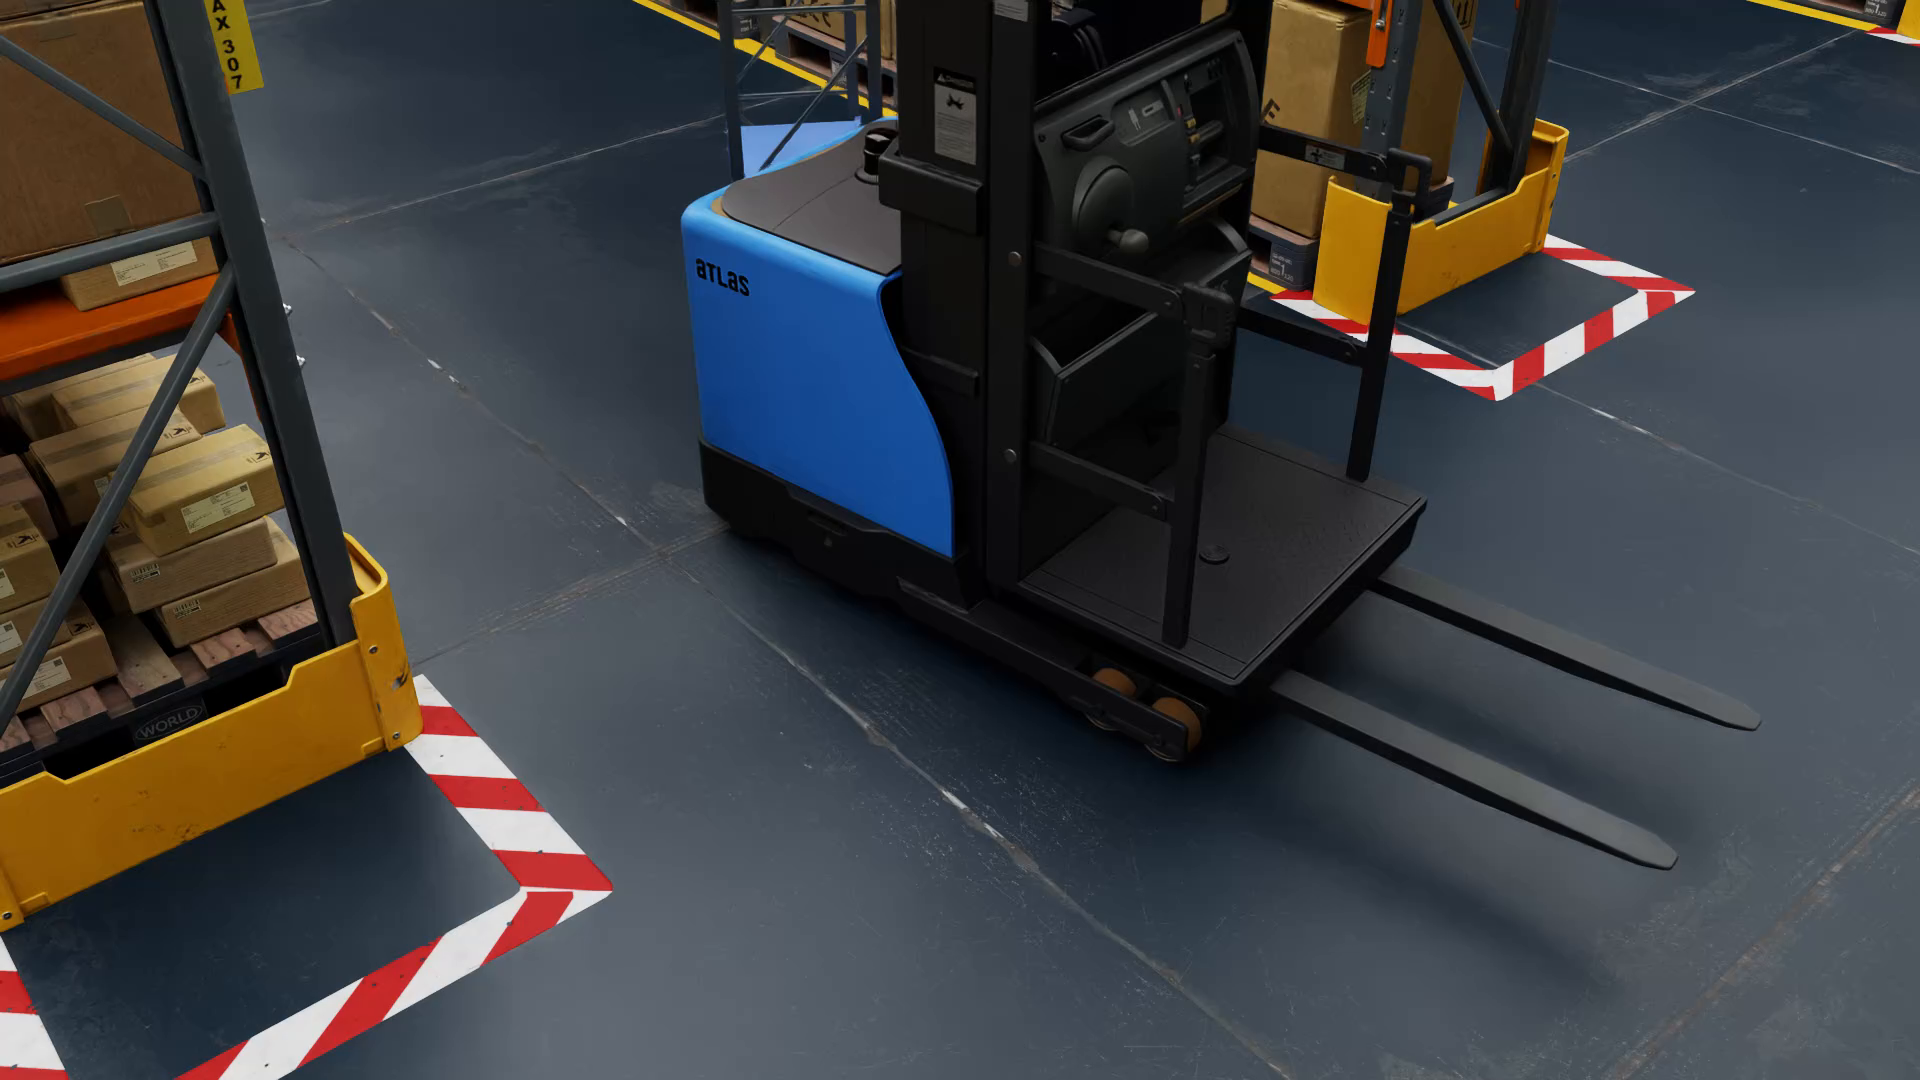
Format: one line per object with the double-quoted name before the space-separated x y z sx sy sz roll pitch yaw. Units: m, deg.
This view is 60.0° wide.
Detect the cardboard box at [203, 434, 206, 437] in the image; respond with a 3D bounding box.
"cardboard box" -2.513 -0.233 5.087 0.380 0.149 0.250 -25 43 -31

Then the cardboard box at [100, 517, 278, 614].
"cardboard box" -2.083 0.015 4.479 0.380 0.149 0.250 -24 42 -30

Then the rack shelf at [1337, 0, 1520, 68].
"rack shelf" 0.622 -2.923 7.404 1.077 0.370 4.000 -26 43 -32

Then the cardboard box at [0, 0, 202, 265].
"cardboard box" -2.020 -0.992 3.711 0.500 0.500 0.500 -24 42 -30

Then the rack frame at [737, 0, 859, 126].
"rack frame" -0.638 -1.698 6.349 0.500 1.500 0.032 -5 36 -6

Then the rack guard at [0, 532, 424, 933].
"rack guard" -1.990 0.458 4.170 1.175 0.500 0.348 -26 43 -32

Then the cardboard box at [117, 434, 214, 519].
"cardboard box" -2.217 -0.127 4.679 0.380 0.149 0.250 -26 43 -32

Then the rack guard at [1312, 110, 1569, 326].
"rack guard" 1.929 -1.303 6.657 1.175 0.500 0.348 -26 43 -32

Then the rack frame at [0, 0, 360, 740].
"rack frame" -1.941 -0.528 3.401 1.000 3.000 0.127 -26 43 -32

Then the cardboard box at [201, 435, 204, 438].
"cardboard box" -2.525 -0.355 5.003 0.380 0.149 0.250 -25 42 -30

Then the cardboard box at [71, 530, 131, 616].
"cardboard box" -2.266 0.028 4.718 0.380 0.149 0.250 -26 43 -32

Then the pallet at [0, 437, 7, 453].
"pallet" -3.270 -0.334 5.539 1.003 0.211 1.213 -26 43 -32

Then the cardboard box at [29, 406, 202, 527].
"cardboard box" -2.289 -0.214 4.545 0.380 0.149 0.250 -25 42 -31

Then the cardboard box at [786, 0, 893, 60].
"cardboard box" -0.303 -3.083 8.482 0.875 0.875 0.875 -26 43 -32

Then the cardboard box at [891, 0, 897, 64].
"cardboard box" 0.277 -2.685 7.921 0.875 0.875 0.875 -26 43 -32

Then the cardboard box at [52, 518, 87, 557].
"cardboard box" -2.432 -0.079 4.870 0.380 0.149 0.250 -26 43 -31

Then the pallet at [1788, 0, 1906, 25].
"pallet" 5.194 -3.422 9.899 1.003 0.211 1.213 -26 43 -32

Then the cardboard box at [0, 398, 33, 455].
"cardboard box" -2.769 -0.437 5.118 0.380 0.149 0.250 -28 44 -34

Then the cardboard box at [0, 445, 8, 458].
"cardboard box" -2.931 -0.170 4.741 0.380 0.149 0.250 -27 43 -32

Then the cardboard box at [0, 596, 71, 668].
"cardboard box" -2.500 0.216 4.196 0.380 0.149 0.250 -27 44 -33

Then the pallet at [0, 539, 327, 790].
"pallet" -2.487 0.204 4.779 1.003 0.211 1.213 -26 43 -32

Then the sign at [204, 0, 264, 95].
"sign" -1.527 -1.084 3.436 0.100 0.325 0.005 -26 43 -32

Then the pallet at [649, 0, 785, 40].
"pallet" -1.224 -3.274 9.691 1.003 0.211 1.213 -26 43 -32

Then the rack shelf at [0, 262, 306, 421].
"rack shelf" -3.232 -1.118 4.855 1.077 0.370 4.000 -26 43 -32

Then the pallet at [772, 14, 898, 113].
"pallet" -0.237 -2.597 8.734 1.003 0.211 1.213 -26 43 -32

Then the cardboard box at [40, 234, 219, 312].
"cardboard box" -1.900 -0.691 3.848 0.380 0.149 0.250 -26 43 -32

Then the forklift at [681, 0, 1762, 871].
"forklift" 0.650 -0.957 4.065 3.031 2.935 1.130 25 42 31

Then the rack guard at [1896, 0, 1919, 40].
"rack guard" 5.722 -3.155 9.272 1.175 0.500 0.348 -26 43 -32

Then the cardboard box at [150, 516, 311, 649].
"cardboard box" -2.035 0.113 4.598 0.380 0.149 0.250 -25 42 -31

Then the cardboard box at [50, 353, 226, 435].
"cardboard box" -2.354 -0.373 4.770 0.380 0.149 0.250 -26 43 -32

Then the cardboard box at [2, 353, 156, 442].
"cardboard box" -2.577 -0.452 4.881 0.380 0.149 0.250 -28 44 -34

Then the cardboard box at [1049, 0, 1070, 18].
"cardboard box" 0.852 -2.292 7.367 0.875 0.875 0.875 -26 43 -32

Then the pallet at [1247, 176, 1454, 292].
"pallet" 1.337 -1.519 7.213 1.003 0.211 1.213 -26 43 -32

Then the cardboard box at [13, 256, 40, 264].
"cardboard box" -2.096 -0.788 3.985 0.380 0.149 0.250 -24 42 -30

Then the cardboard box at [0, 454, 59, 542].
"cardboard box" -2.595 -0.051 4.315 0.380 0.149 0.250 -25 42 -31

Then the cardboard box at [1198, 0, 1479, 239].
"cardboard box" 1.439 -1.891 6.799 0.875 0.875 0.875 -26 43 -32

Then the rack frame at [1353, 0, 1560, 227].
"rack frame" 1.913 -2.334 5.950 1.000 3.000 0.127 -26 43 -32

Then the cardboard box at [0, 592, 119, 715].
"cardboard box" -2.440 0.309 4.322 0.380 0.149 0.250 -25 42 -31

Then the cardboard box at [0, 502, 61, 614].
"cardboard box" -2.476 0.082 4.128 0.380 0.149 0.250 -25 43 -31

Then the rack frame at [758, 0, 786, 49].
"rack frame" -0.668 -4.100 8.443 1.000 3.000 0.127 -26 43 -32

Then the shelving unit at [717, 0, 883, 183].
"shelving unit" -0.568 -1.407 5.938 0.538 1.500 1.048 -5 36 -6

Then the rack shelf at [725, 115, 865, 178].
"rack shelf" -0.568 -1.260 6.042 0.538 0.185 1.000 -5 36 -6

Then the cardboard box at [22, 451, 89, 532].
"cardboard box" -2.442 -0.202 4.785 0.380 0.149 0.250 -25 43 -31

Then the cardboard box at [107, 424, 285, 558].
"cardboard box" -2.020 -0.137 4.437 0.380 0.149 0.250 -28 44 -34

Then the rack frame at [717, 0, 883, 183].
"rack frame" -0.499 -1.115 5.527 0.500 1.500 0.032 -5 36 -6

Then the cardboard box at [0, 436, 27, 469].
"cardboard box" -2.750 -0.310 5.196 0.380 0.149 0.250 -26 43 -32
